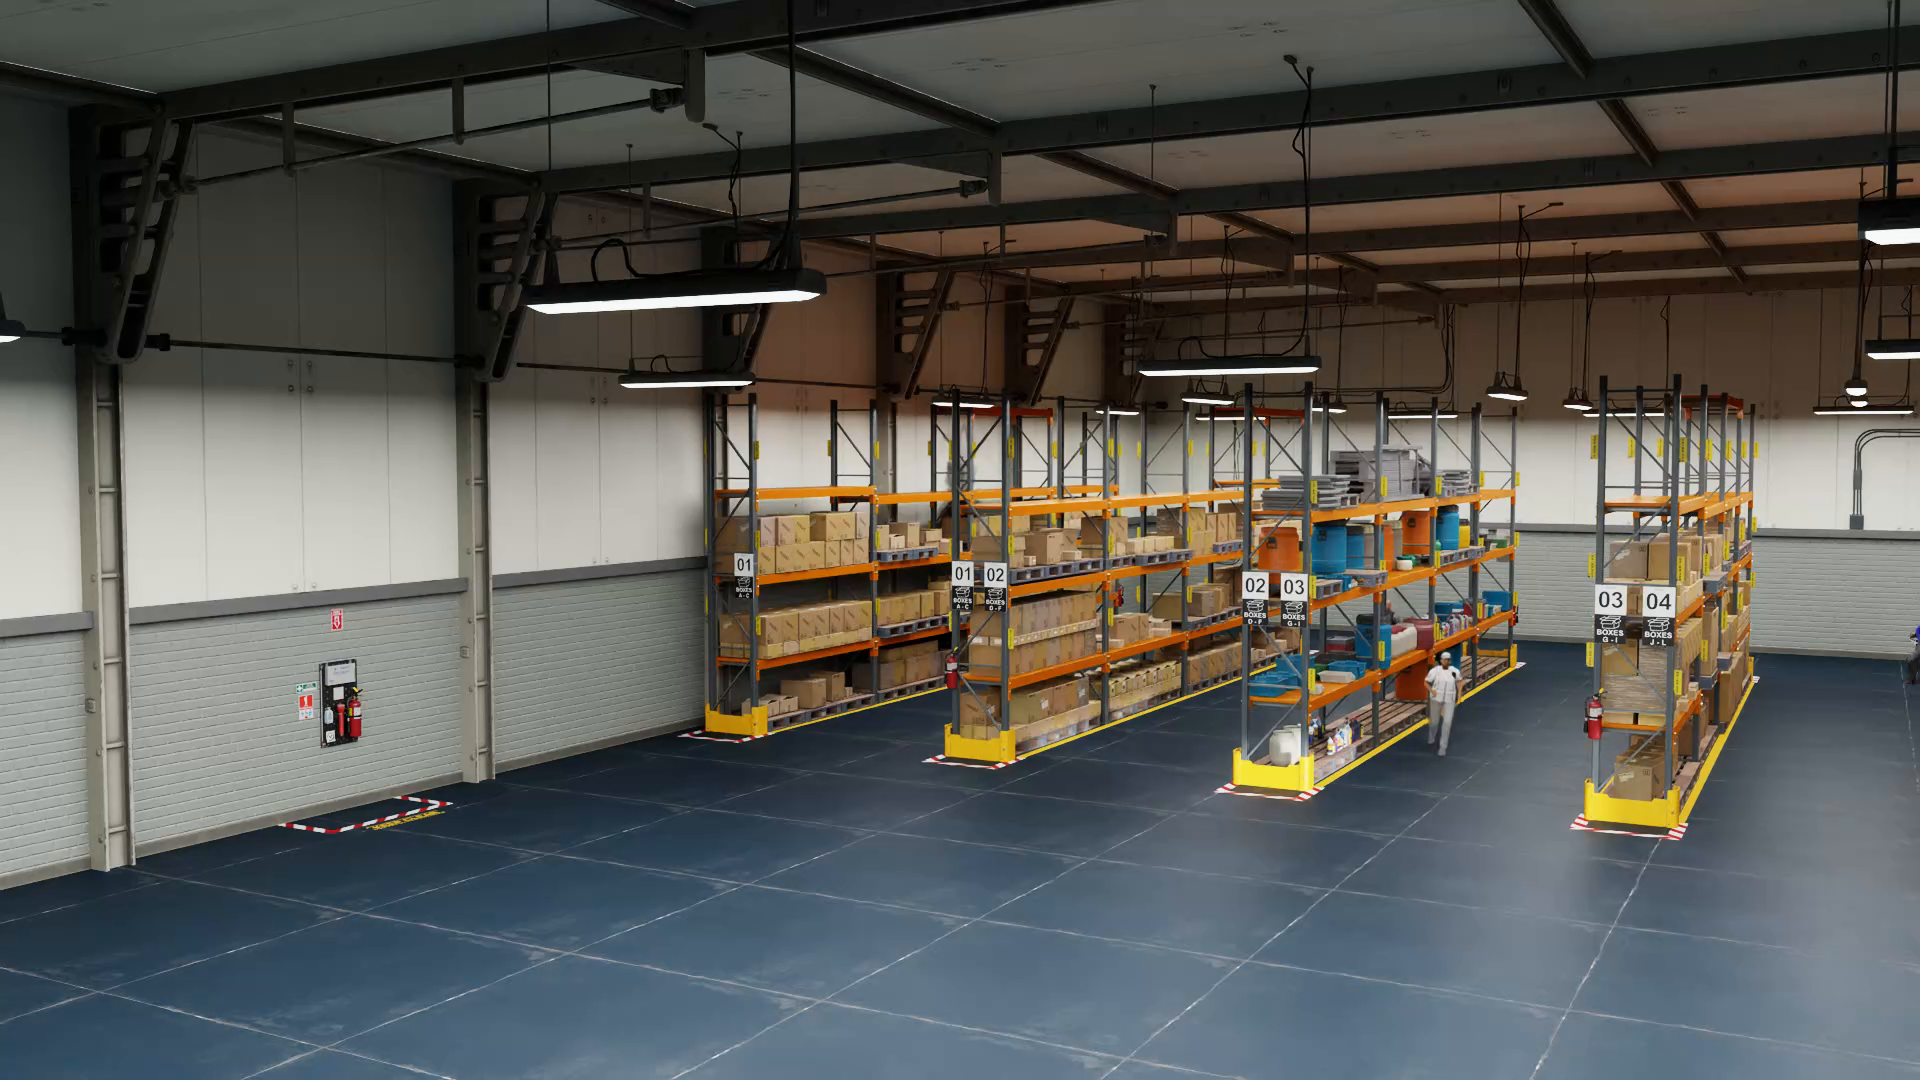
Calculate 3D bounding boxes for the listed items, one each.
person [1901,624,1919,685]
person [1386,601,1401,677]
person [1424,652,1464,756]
[{"bbox_3d":[20.403,2.306,35.274,0.644,1.647,0.588,1,3,12],"label":"person"},{"bbox_3d":[9.412,2.184,36.656,0.651,1.693,0.607,2,4,32],"label":"person"},{"bbox_3d":[8.021,2.684,27.563,0.643,1.659,0.959,1,3,12],"label":"person"}]
